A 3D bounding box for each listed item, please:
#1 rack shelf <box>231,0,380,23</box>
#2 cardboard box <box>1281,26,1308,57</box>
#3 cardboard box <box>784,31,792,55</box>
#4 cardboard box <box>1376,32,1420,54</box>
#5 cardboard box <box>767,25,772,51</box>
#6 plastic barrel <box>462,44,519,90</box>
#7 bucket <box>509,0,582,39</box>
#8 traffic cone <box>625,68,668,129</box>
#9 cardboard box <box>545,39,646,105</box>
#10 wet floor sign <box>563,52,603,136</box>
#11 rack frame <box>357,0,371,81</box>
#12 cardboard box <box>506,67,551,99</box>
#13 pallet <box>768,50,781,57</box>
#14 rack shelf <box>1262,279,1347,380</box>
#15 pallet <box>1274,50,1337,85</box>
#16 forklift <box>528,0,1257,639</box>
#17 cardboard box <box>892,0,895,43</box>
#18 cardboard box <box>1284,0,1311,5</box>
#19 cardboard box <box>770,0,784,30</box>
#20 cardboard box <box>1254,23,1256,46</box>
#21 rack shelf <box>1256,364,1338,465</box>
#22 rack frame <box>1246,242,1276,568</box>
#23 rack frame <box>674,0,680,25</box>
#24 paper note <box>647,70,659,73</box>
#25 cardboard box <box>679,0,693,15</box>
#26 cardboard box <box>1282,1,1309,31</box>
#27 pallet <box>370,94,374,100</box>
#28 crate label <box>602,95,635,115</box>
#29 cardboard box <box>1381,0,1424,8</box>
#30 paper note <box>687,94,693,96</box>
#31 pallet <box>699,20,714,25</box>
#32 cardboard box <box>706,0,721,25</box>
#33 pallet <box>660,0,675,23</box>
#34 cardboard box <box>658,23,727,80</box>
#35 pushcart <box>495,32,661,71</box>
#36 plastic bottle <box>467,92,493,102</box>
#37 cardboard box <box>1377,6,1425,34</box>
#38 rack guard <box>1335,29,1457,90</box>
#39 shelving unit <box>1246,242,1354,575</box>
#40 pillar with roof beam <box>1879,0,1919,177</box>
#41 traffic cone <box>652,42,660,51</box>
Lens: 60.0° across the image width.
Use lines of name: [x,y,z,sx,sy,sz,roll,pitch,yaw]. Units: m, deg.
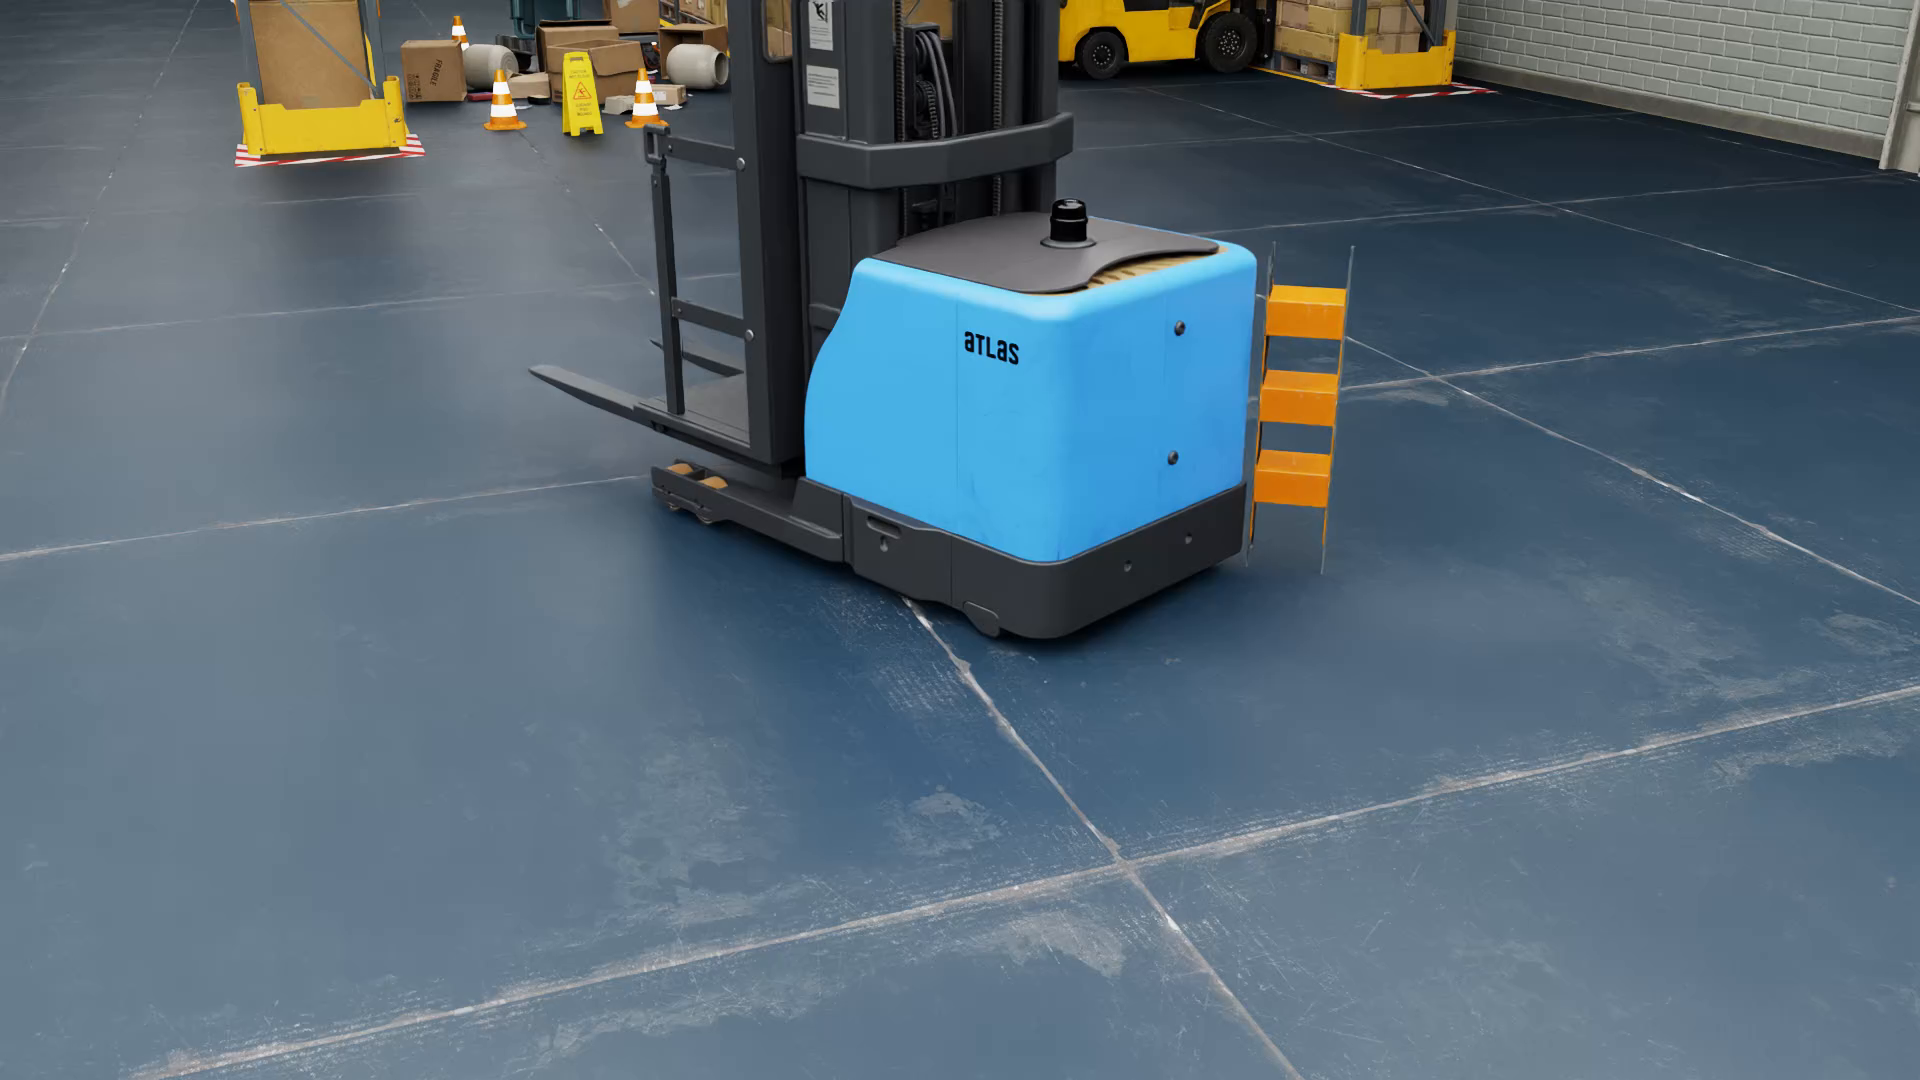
rack shelf: [-5.681,-4.875,14.380,1.077,0.370,4.000,-8,24,-19]
cardboard box: [3.635,-5.114,17.020,0.500,0.250,0.500,-8,24,-19]
cardboard box: [-1.447,-4.939,16.606,0.500,0.250,0.500,-9,24,-20]
cardboard box: [4.273,-5.010,16.773,0.500,0.250,0.500,-8,24,-19]
cardboard box: [-1.836,-5.324,17.519,0.500,0.250,0.500,-10,25,-21]
plastic barrel: [-4.552,-4.544,15.986,0.512,0.421,0.421,8,24,18]
bucket: [-4.183,-5.392,16.938,0.726,0.611,0.620,0,13,-1]
traffic cone: [-2.656,-3.730,14.003,0.336,0.463,0.334,-8,24,-19]
cardboard box: [-3.368,-4.336,15.389,0.637,0.503,0.797,12,26,27]
wet floor sign: [-3.112,-3.656,13.593,0.267,0.644,0.232,-13,26,-28]
rack frame: [-6.387,-5.933,15.964,1.000,3.000,0.127,-8,24,-19]
cardboard box: [-4.057,-4.301,15.613,0.396,0.266,0.258,-4,23,-10]
pallet: [-1.522,-5.125,17.637,1.003,0.211,1.213,-8,24,-19]
rack shelf: [1.097,-0.670,5.284,0.240,0.259,0.215,6,23,13]
pallet: [3.954,-4.865,17.021,1.003,0.211,1.213,-8,24,-19]
forklift: [-0.468,-1.533,5.614,3.031,2.935,1.130,21,31,40]
cardboard box: [-0.906,-4.723,15.127,0.500,0.500,0.500,-8,24,-19]
cardboard box: [3.623,-5.574,16.825,0.500,0.250,0.500,-8,24,-18]
cardboard box: [-1.636,-5.476,16.915,0.500,0.500,0.500,-7,24,-17]
cardboard box: [3.262,-5.482,17.895,0.500,0.250,0.500,-8,24,-17]
rack shelf: [1.097,-0.408,5.394,0.240,0.259,0.215,6,23,13]
rack frame: [0.979,-0.429,5.417,0.008,1.050,0.200,6,23,13]
rack frame: [-3.205,-8.102,21.111,1.000,3.000,0.127,-8,24,-19]
paper note: [-3.201,-4.854,17.227,0.148,0.019,0.142,-8,24,-19]
cardboard box: [-3.015,-6.878,21.050,0.950,0.372,0.625,-10,25,-23]
cardboard box: [3.632,-5.352,16.943,0.500,0.250,0.500,-9,24,-20]
pallet: [-5.330,-3.474,13.721,1.003,0.211,1.213,-8,24,-19]
crate label: [-2.992,-3.857,14.724,0.298,0.136,0.250,18,29,36]
cardboard box: [4.270,-5.466,16.568,0.500,0.250,0.500,-9,24,-20]
paper note: [-2.551,-4.205,15.714,0.032,0.001,0.123,-8,24,-19]
pallet: [-2.503,-6.090,19.928,1.003,0.211,1.213,-8,24,-19]
cardboard box: [-2.484,-6.335,19.760,0.950,0.372,0.625,-8,24,-17]
pallet: [-3.413,-7.114,22.357,1.003,0.211,1.213,-8,24,-19]
cardboard box: [-2.687,-4.922,16.781,0.500,0.500,0.500,8,24,18]
pushcart: [-3.908,-5.109,17.387,1.648,0.377,0.936,-18,29,-37]
plastic bottle: [-4.420,-4.120,15.446,0.283,0.061,0.133,-18,29,-37]
cardboard box: [4.291,-5.234,16.662,0.500,0.250,0.500,-8,24,-18]
rack guard: [4.272,-4.717,16.298,1.175,0.500,0.348,-8,24,-19]
shelving unit: [1.097,-0.418,5.390,0.252,1.050,0.215,6,23,13]
pillar with roof beam: [2.952,-6.248,8.988,9.100,9.000,0.400,-8,24,-19]
traffic cone: [-3.540,-5.738,18.769,0.336,0.463,0.334,-8,24,-19]
